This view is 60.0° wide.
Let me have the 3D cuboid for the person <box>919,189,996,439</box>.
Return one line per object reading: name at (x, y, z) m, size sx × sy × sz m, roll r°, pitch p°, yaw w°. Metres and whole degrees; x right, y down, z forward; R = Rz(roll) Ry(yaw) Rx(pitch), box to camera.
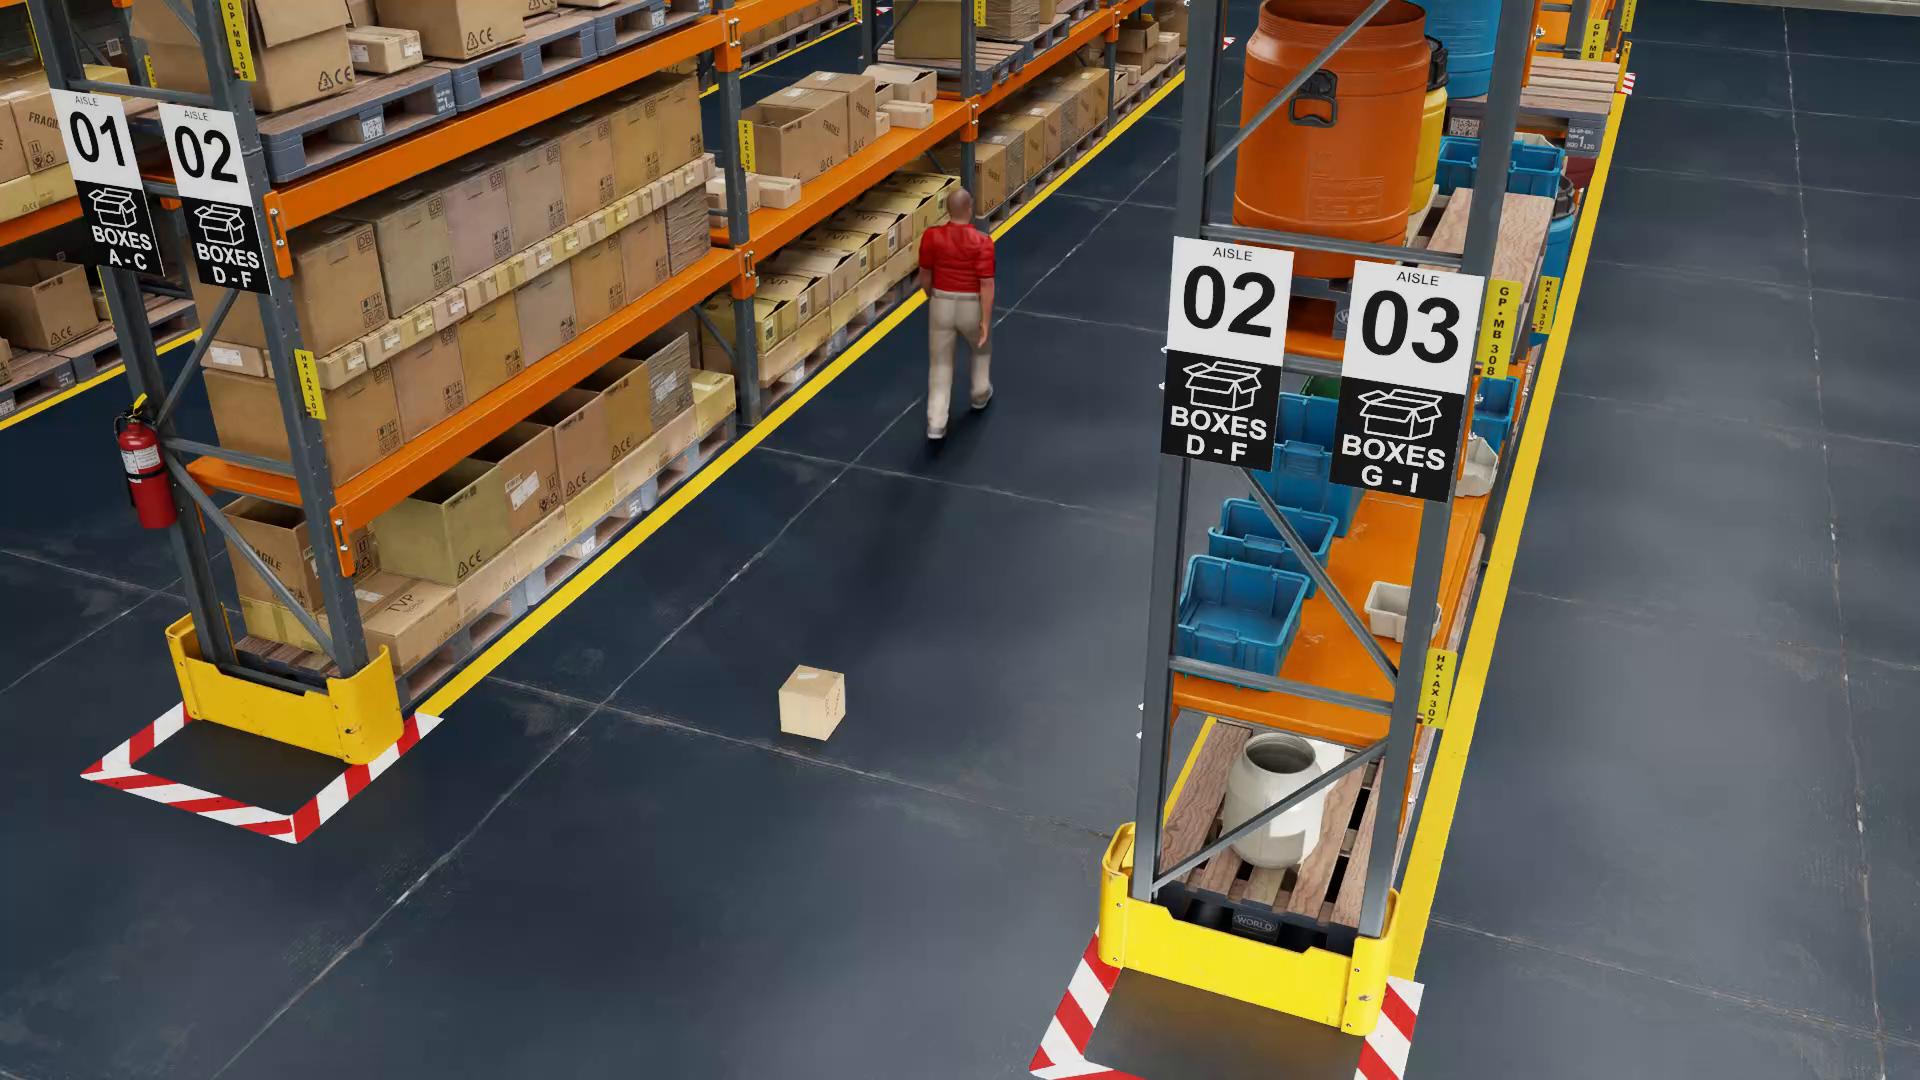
person at (-0.011, -1.557, 11.173) m, size 0.535 × 1.672 × 1.068 m, roll 5°, pitch 30°, yaw 8°
